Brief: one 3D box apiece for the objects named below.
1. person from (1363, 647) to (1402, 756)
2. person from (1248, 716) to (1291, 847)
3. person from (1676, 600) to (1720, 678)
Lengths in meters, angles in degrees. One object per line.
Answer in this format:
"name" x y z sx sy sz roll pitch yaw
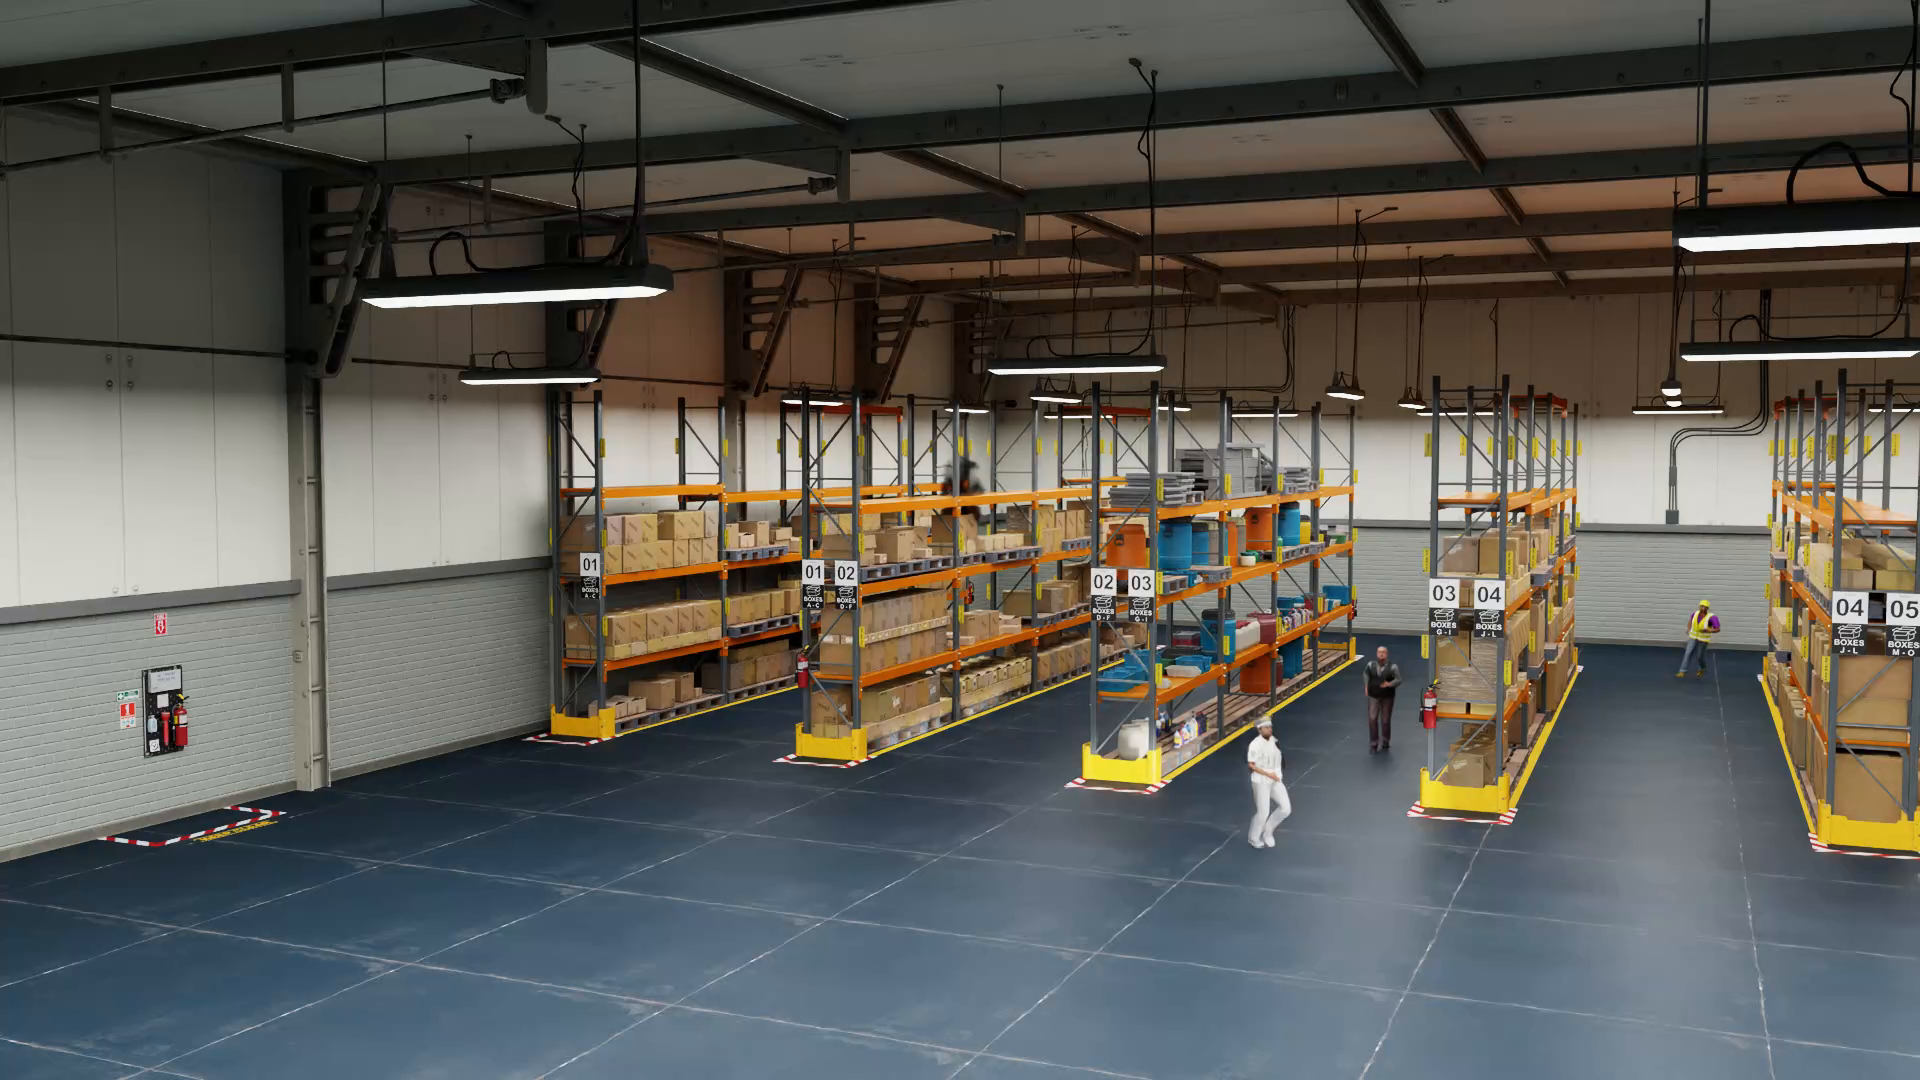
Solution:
"person" 6.932 2.635 27.346 0.661 1.770 0.720 1 3 22
"person" 3.849 3.015 20.761 0.579 1.662 0.603 -2 4 -30
"person" 15.905 2.133 35.664 1.073 1.706 0.746 -3 4 -43
